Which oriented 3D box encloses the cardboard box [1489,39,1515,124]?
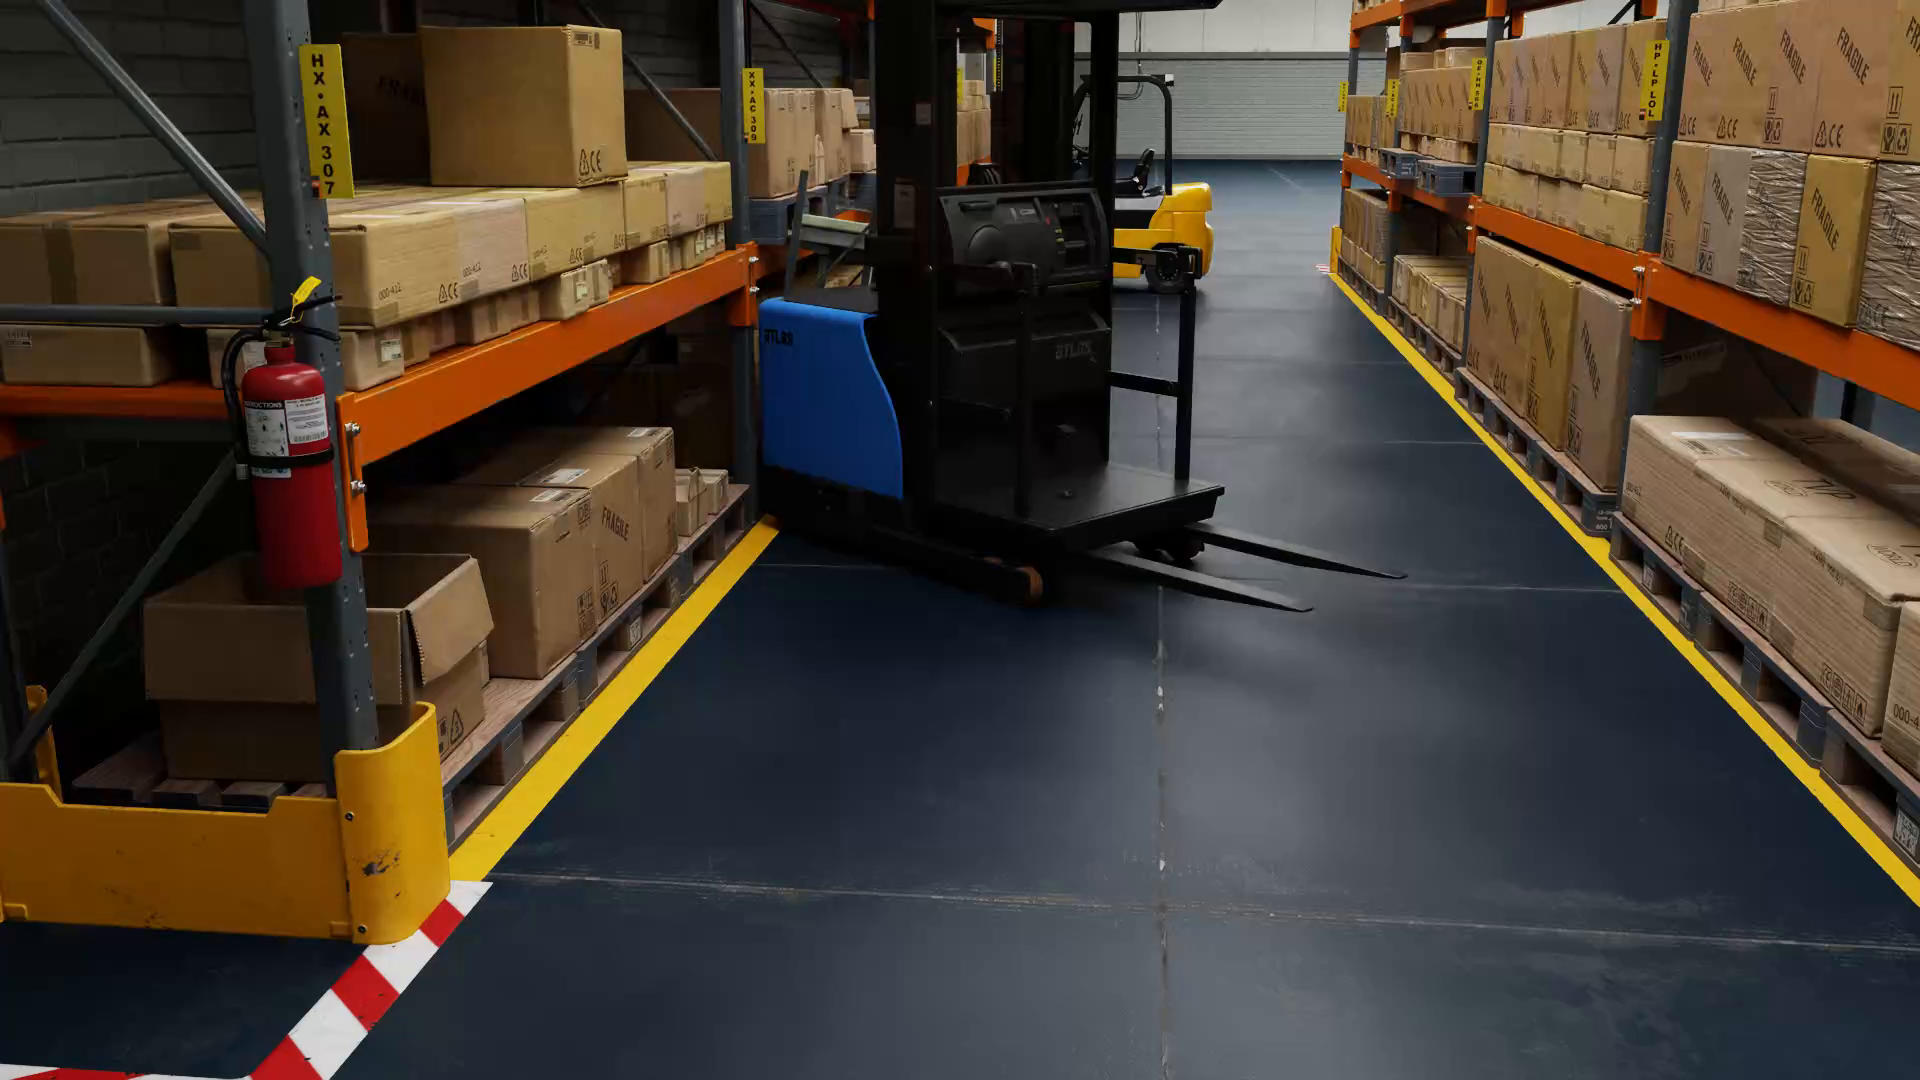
[{"bbox_3d":[3.617,-2.846,10.334,0.500,0.500,0.500,1,15,4],"label":"cardboard box"}]

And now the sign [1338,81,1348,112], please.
[{"bbox_3d":[4.279,-4.944,18.543,0.100,0.325,0.005,2,15,6],"label":"sign"}]

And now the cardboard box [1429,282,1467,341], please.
[{"bbox_3d":[4.064,-1.708,12.461,0.950,0.372,0.625,1,15,5],"label":"cardboard box"}]

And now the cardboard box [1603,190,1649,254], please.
[{"bbox_3d":[3.264,-1.450,7.564,0.500,0.250,0.500,1,15,5],"label":"cardboard box"}]

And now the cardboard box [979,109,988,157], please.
[{"bbox_3d":[0.023,-4.434,18.124,0.500,0.500,0.500,2,15,8],"label":"cardboard box"}]

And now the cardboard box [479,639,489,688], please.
[{"bbox_3d":[-1.670,0.402,5.084,0.380,0.149,0.250,1,15,4],"label":"cardboard box"}]

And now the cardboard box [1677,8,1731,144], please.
[{"bbox_3d":[3.169,-1.813,6.513,0.500,0.500,0.500,2,15,7],"label":"cardboard box"}]

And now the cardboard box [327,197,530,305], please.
[{"bbox_3d":[-1.544,-0.818,4.657,0.500,0.250,0.500,2,15,7],"label":"cardboard box"}]

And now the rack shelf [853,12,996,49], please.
[{"bbox_3d":[-0.340,-5.238,16.918,1.077,0.370,4.000,2,15,6],"label":"rack shelf"}]

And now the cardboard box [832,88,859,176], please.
[{"bbox_3d":[-1.018,-2.405,9.807,0.797,0.503,0.637,1,15,5],"label":"cardboard box"}]

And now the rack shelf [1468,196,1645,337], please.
[{"bbox_3d":[3.690,-1.570,9.099,1.077,0.370,4.000,2,15,6],"label":"rack shelf"}]

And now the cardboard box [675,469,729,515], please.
[{"bbox_3d":[-1.240,-0.217,7.375,0.380,0.149,0.250,1,15,5],"label":"cardboard box"}]

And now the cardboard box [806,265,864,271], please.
[{"bbox_3d":[-0.821,-1.755,11.146,0.380,0.149,0.250,1,15,4],"label":"cardboard box"}]

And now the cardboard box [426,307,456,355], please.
[{"bbox_3d":[-1.632,-0.599,4.610,0.380,0.149,0.250,1,15,6],"label":"cardboard box"}]

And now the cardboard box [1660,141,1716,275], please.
[{"bbox_3d":[3.151,-1.333,6.652,0.500,0.500,0.500,2,15,8],"label":"cardboard box"}]

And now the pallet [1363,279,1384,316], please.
[{"bbox_3d":[4.407,-2.302,15.772,1.003,0.211,1.213,2,15,6],"label":"pallet"}]

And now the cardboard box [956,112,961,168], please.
[{"bbox_3d":[-0.256,-3.774,15.681,0.500,0.500,0.500,1,15,5],"label":"cardboard box"}]

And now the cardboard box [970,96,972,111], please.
[{"bbox_3d":[-0.074,-4.455,16.958,0.380,0.149,0.250,1,15,5],"label":"cardboard box"}]

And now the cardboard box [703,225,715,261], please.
[{"bbox_3d":[-1.261,-1.264,7.071,0.380,0.149,0.250,2,15,8],"label":"cardboard box"}]

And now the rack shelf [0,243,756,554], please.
[{"bbox_3d":[-1.694,-0.678,5.800,1.077,0.370,4.000,2,15,6],"label":"rack shelf"}]

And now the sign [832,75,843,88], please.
[{"bbox_3d":[-1.117,-4.091,15.233,0.100,0.325,0.005,2,15,6],"label":"sign"}]

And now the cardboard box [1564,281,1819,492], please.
[{"bbox_3d":[3.454,-0.739,7.913,0.875,0.875,0.875,2,15,8],"label":"cardboard box"}]

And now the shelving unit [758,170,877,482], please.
[{"bbox_3d":[-0.626,-1.028,8.319,0.431,1.500,0.755,10,8,6],"label":"shelving unit"}]

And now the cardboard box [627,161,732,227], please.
[{"bbox_3d":[-1.284,-1.475,7.090,0.500,0.250,0.500,2,15,8],"label":"cardboard box"}]

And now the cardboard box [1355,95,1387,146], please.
[{"bbox_3d":[4.377,-4.321,17.135,0.500,0.500,0.500,1,15,5],"label":"cardboard box"}]

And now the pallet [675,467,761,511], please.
[{"bbox_3d":[-1.414,-0.409,8.772,1.003,0.211,1.213,2,15,6],"label":"pallet"}]

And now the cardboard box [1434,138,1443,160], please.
[{"bbox_3d":[3.714,-2.884,12.259,0.380,0.149,0.250,2,15,7],"label":"cardboard box"}]

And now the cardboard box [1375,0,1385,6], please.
[{"bbox_3d":[4.327,-5.356,16.458,0.380,0.149,0.250,1,15,5],"label":"cardboard box"}]

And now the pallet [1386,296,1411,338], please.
[{"bbox_3d":[4.280,-1.925,14.377,1.003,0.211,1.213,2,15,6],"label":"pallet"}]

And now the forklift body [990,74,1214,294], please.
[{"bbox_3d":[1.484,-3.701,17.227,2.313,2.155,1.214,2,15,6],"label":"forklift body"}]

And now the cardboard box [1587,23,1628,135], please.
[{"bbox_3d":[3.316,-2.187,7.896,0.500,0.500,0.500,2,15,7],"label":"cardboard box"}]

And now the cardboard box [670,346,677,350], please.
[{"bbox_3d":[-1.642,-0.804,8.874,0.500,0.500,0.500,1,15,4],"label":"cardboard box"}]

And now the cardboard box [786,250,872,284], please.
[{"bbox_3d":[-0.933,-1.799,12.313,0.875,0.625,0.625,2,15,8],"label":"cardboard box"}]

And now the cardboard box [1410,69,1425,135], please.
[{"bbox_3d":[3.903,-3.497,13.282,0.500,0.500,0.500,2,15,6],"label":"cardboard box"}]

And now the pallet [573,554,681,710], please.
[{"bbox_3d":[-1.682,0.298,6.156,1.003,0.211,1.213,2,15,6],"label":"pallet"}]

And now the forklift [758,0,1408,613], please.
[{"bbox_3d":[0.427,-1.296,6.840,1.130,2.935,3.031,-14,20,-41],"label":"forklift"}]

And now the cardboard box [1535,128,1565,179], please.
[{"bbox_3d":[3.414,-2.086,8.961,0.500,0.250,0.500,2,15,7],"label":"cardboard box"}]

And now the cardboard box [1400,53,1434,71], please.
[{"bbox_3d":[3.962,-4.069,14.156,0.380,0.149,0.250,2,15,6],"label":"cardboard box"}]

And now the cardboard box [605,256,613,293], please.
[{"bbox_3d":[-1.445,-0.932,5.845,0.380,0.149,0.250,2,15,6],"label":"cardboard box"}]

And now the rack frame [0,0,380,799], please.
[{"bbox_3d":[-1.920,-0.506,3.787,1.000,3.000,0.127,2,15,6],"label":"rack frame"}]

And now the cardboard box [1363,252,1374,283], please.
[{"bbox_3d":[4.216,-2.648,16.172,0.500,0.250,0.500,1,15,5],"label":"cardboard box"}]

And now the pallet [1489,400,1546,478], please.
[{"bbox_3d":[3.611,-0.572,9.373,1.003,0.211,1.213,2,15,6],"label":"pallet"}]

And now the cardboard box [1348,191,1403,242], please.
[{"bbox_3d":[4.395,-3.405,17.535,0.500,0.500,0.500,1,15,4],"label":"cardboard box"}]

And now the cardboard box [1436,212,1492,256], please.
[{"bbox_3d":[4.701,-2.856,15.503,0.500,0.500,0.500,2,15,9],"label":"cardboard box"}]

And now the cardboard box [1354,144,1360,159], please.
[{"bbox_3d":[4.375,-4.111,17.599,0.380,0.149,0.250,2,15,7],"label":"cardboard box"}]

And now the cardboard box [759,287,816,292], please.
[{"bbox_3d":[-0.999,-1.412,9.877,0.380,0.149,0.250,1,15,4],"label":"cardboard box"}]

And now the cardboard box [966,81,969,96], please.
[{"bbox_3d":[-0.113,-4.664,17.159,0.380,0.149,0.250,2,15,7],"label":"cardboard box"}]

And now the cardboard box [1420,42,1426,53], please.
[{"bbox_3d":[4.795,-4.517,15.942,0.700,0.500,0.500,1,15,5],"label":"cardboard box"}]

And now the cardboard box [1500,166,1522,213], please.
[{"bbox_3d":[3.570,-2.110,10.007,0.500,0.250,0.500,1,15,5],"label":"cardboard box"}]

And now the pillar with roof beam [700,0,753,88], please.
[{"bbox_3d":[2.512,-5.715,11.557,9.100,9.000,0.400,2,15,6],"label":"pillar with roof beam"}]

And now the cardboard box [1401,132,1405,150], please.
[{"bbox_3d":[3.990,-3.421,14.242,0.380,0.149,0.250,2,15,7],"label":"cardboard box"}]
